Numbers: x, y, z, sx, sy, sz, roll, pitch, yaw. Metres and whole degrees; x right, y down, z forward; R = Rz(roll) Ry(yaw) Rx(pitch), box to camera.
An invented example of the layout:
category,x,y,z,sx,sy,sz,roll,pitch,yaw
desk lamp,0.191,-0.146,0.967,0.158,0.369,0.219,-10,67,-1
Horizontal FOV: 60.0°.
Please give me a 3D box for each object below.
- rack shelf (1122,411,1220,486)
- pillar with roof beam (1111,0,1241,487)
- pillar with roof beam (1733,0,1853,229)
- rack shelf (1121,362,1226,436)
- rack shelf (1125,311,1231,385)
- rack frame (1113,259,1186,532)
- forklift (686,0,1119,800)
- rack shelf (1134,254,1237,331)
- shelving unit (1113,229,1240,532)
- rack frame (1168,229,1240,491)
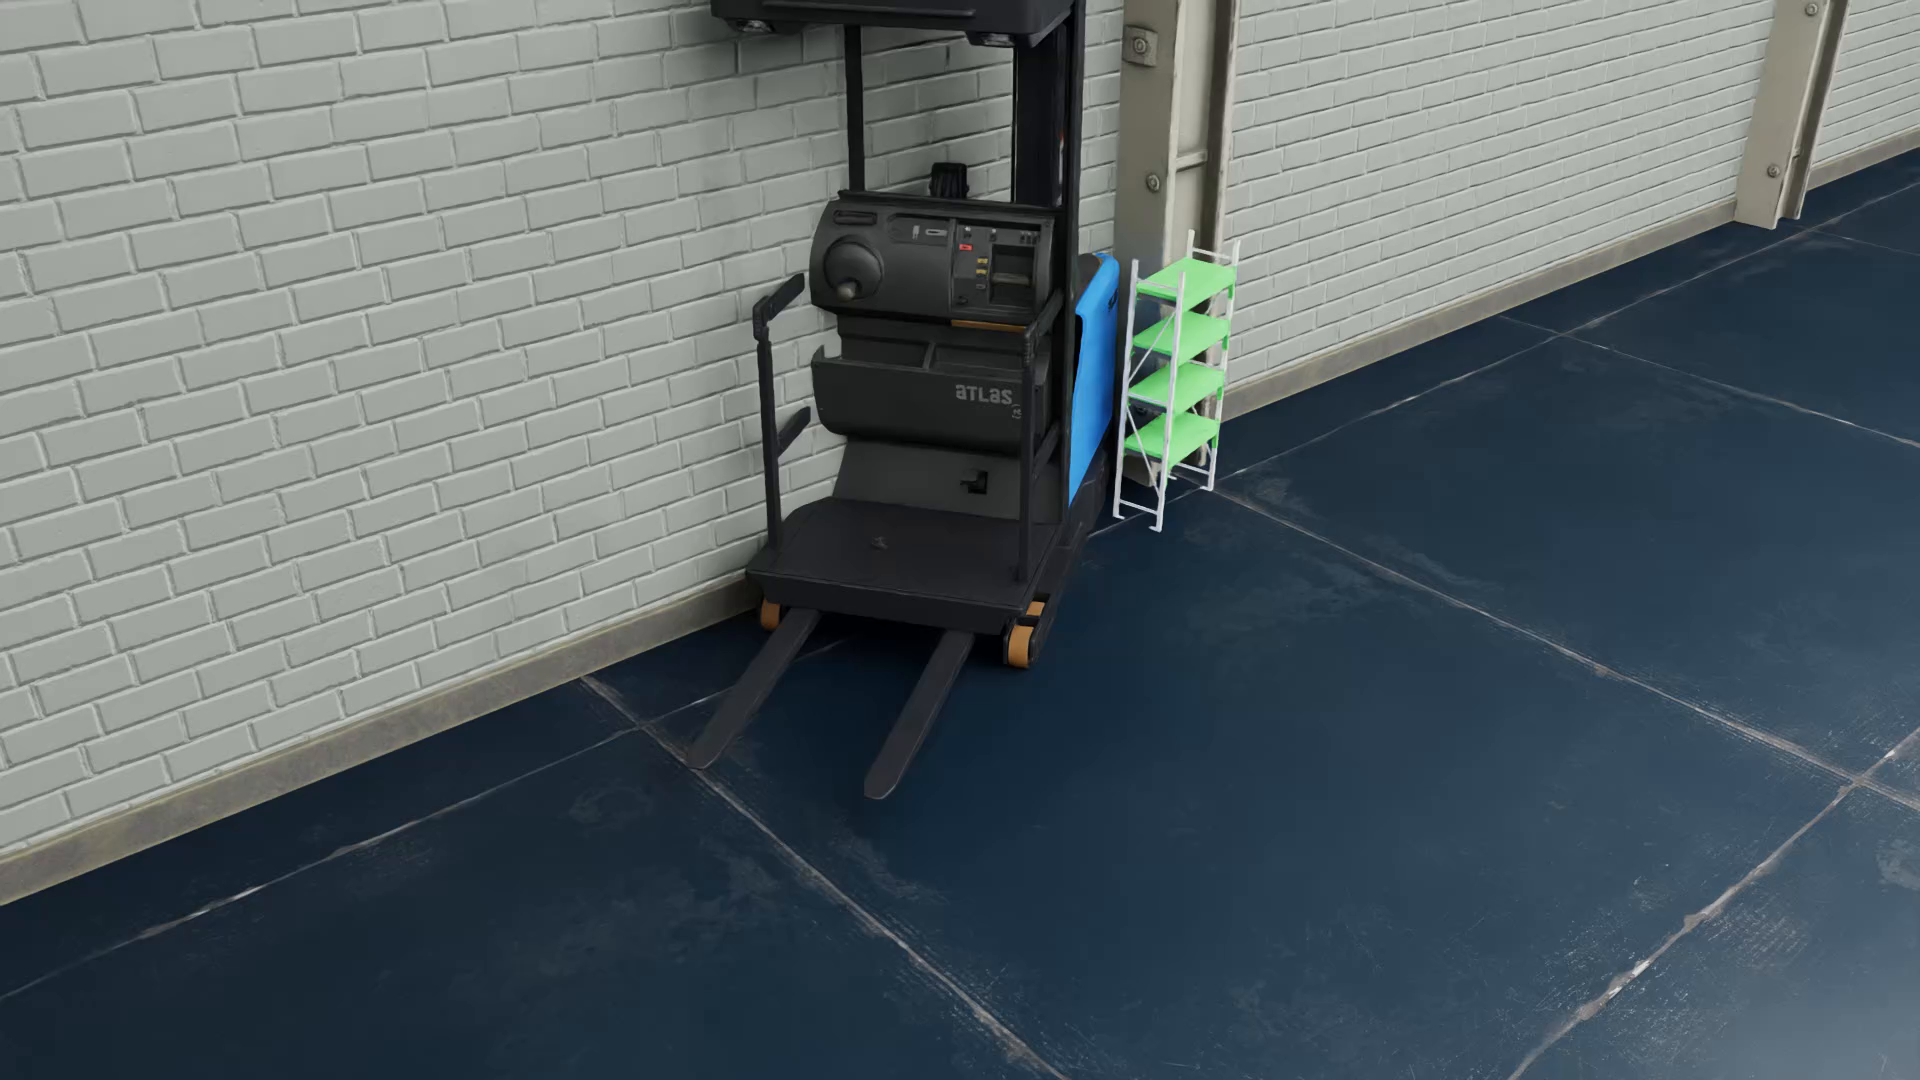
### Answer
category,x,y,z,sx,sy,sz,roll,pitch,yaw
rack shelf,0.931,-0.426,7.410,0.258,0.148,0.480,20,34,29
pillar with roof beam,3.721,-2.785,2.913,0.400,9.000,9.100,-22,35,-35
pillar with roof beam,8.285,-4.620,6.348,0.400,9.000,9.100,-22,35,-35
rack shelf,0.937,-0.635,7.293,0.258,0.148,0.480,20,34,29
rack shelf,0.942,-0.845,7.177,0.258,0.148,0.480,20,34,29
rack frame,0.798,-0.597,7.086,0.240,1.200,0.015,20,34,29
forklift,-0.167,-1.007,6.025,1.130,2.935,3.031,7,29,14
rack shelf,0.948,-1.055,7.060,0.258,0.148,0.480,20,34,29
shelving unit,0.938,-0.691,7.262,0.258,1.200,0.503,20,34,29
rack frame,1.078,-0.786,7.439,0.240,1.200,0.015,20,34,29
